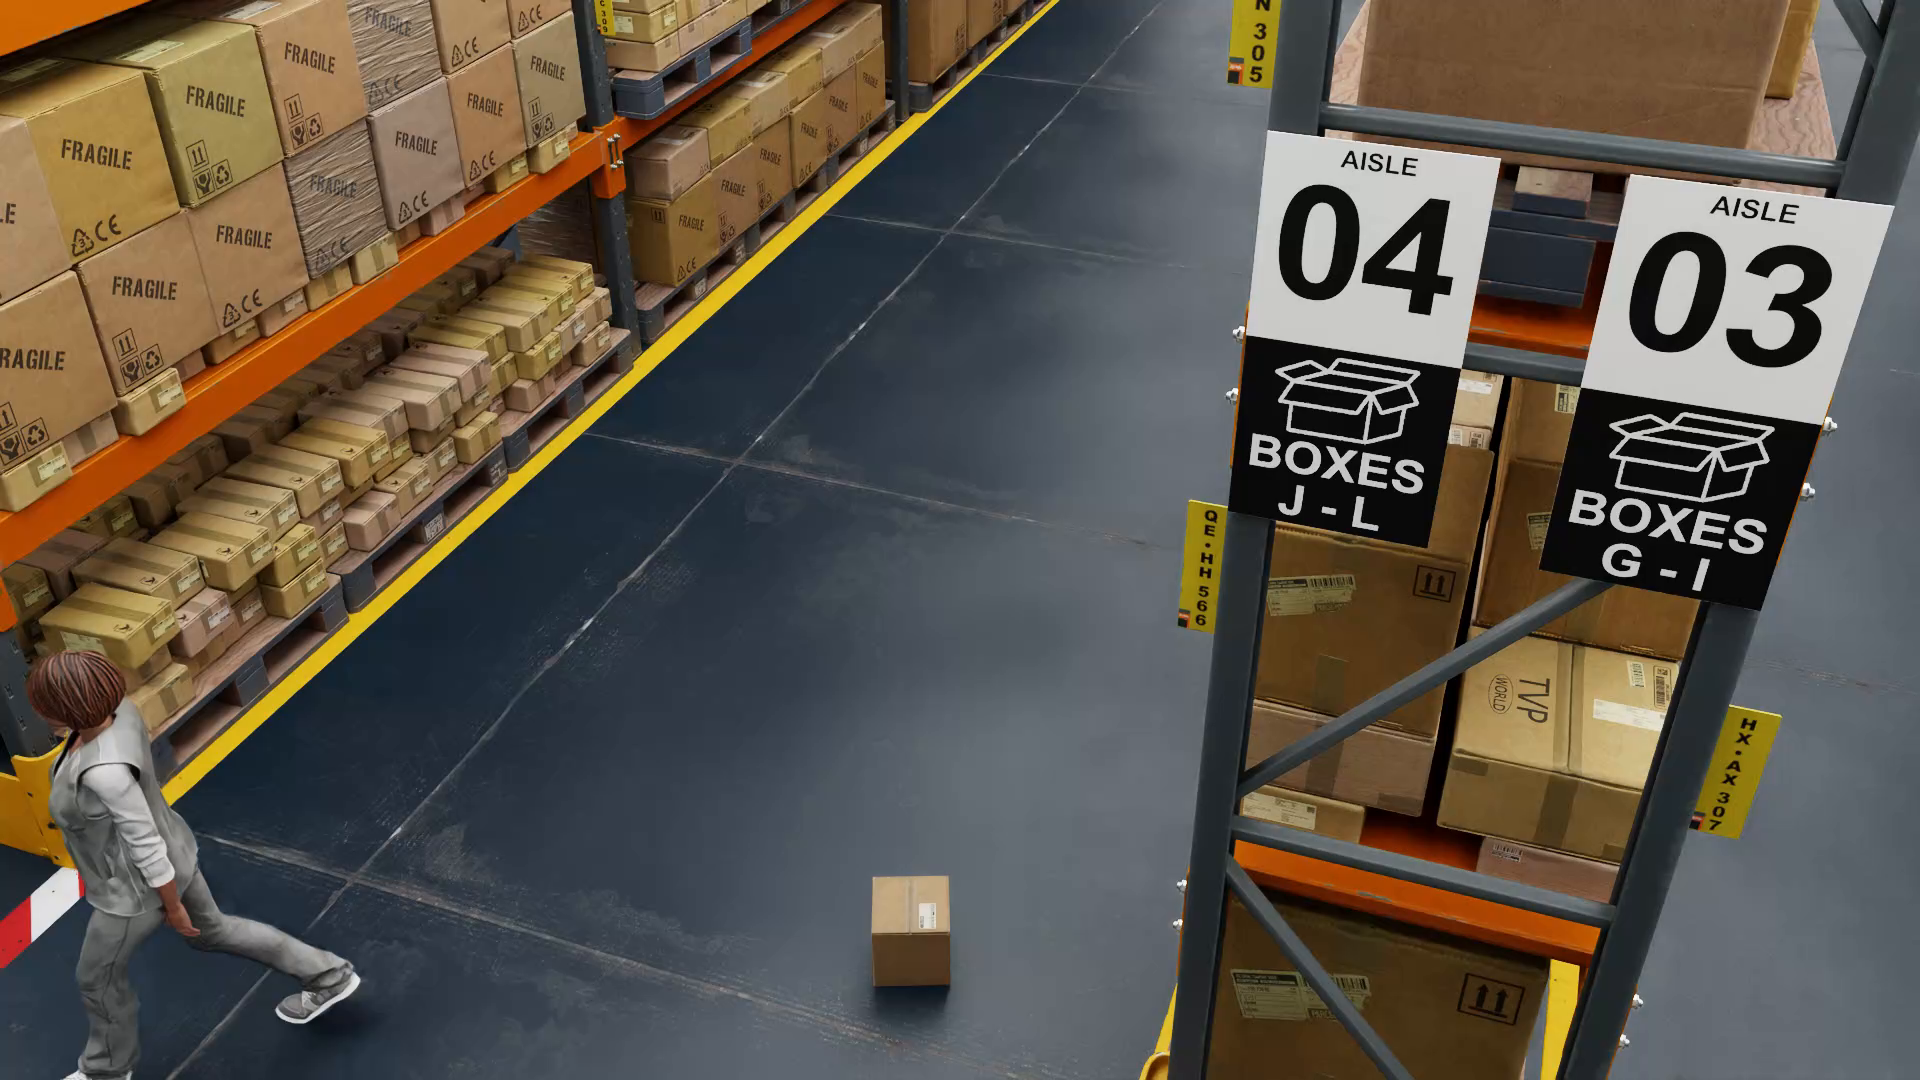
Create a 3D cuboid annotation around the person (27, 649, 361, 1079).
[{"bbox_3d":[-2.340,0.924,4.756,0.952,1.543,0.427,-10,35,-14],"label":"person"}]
